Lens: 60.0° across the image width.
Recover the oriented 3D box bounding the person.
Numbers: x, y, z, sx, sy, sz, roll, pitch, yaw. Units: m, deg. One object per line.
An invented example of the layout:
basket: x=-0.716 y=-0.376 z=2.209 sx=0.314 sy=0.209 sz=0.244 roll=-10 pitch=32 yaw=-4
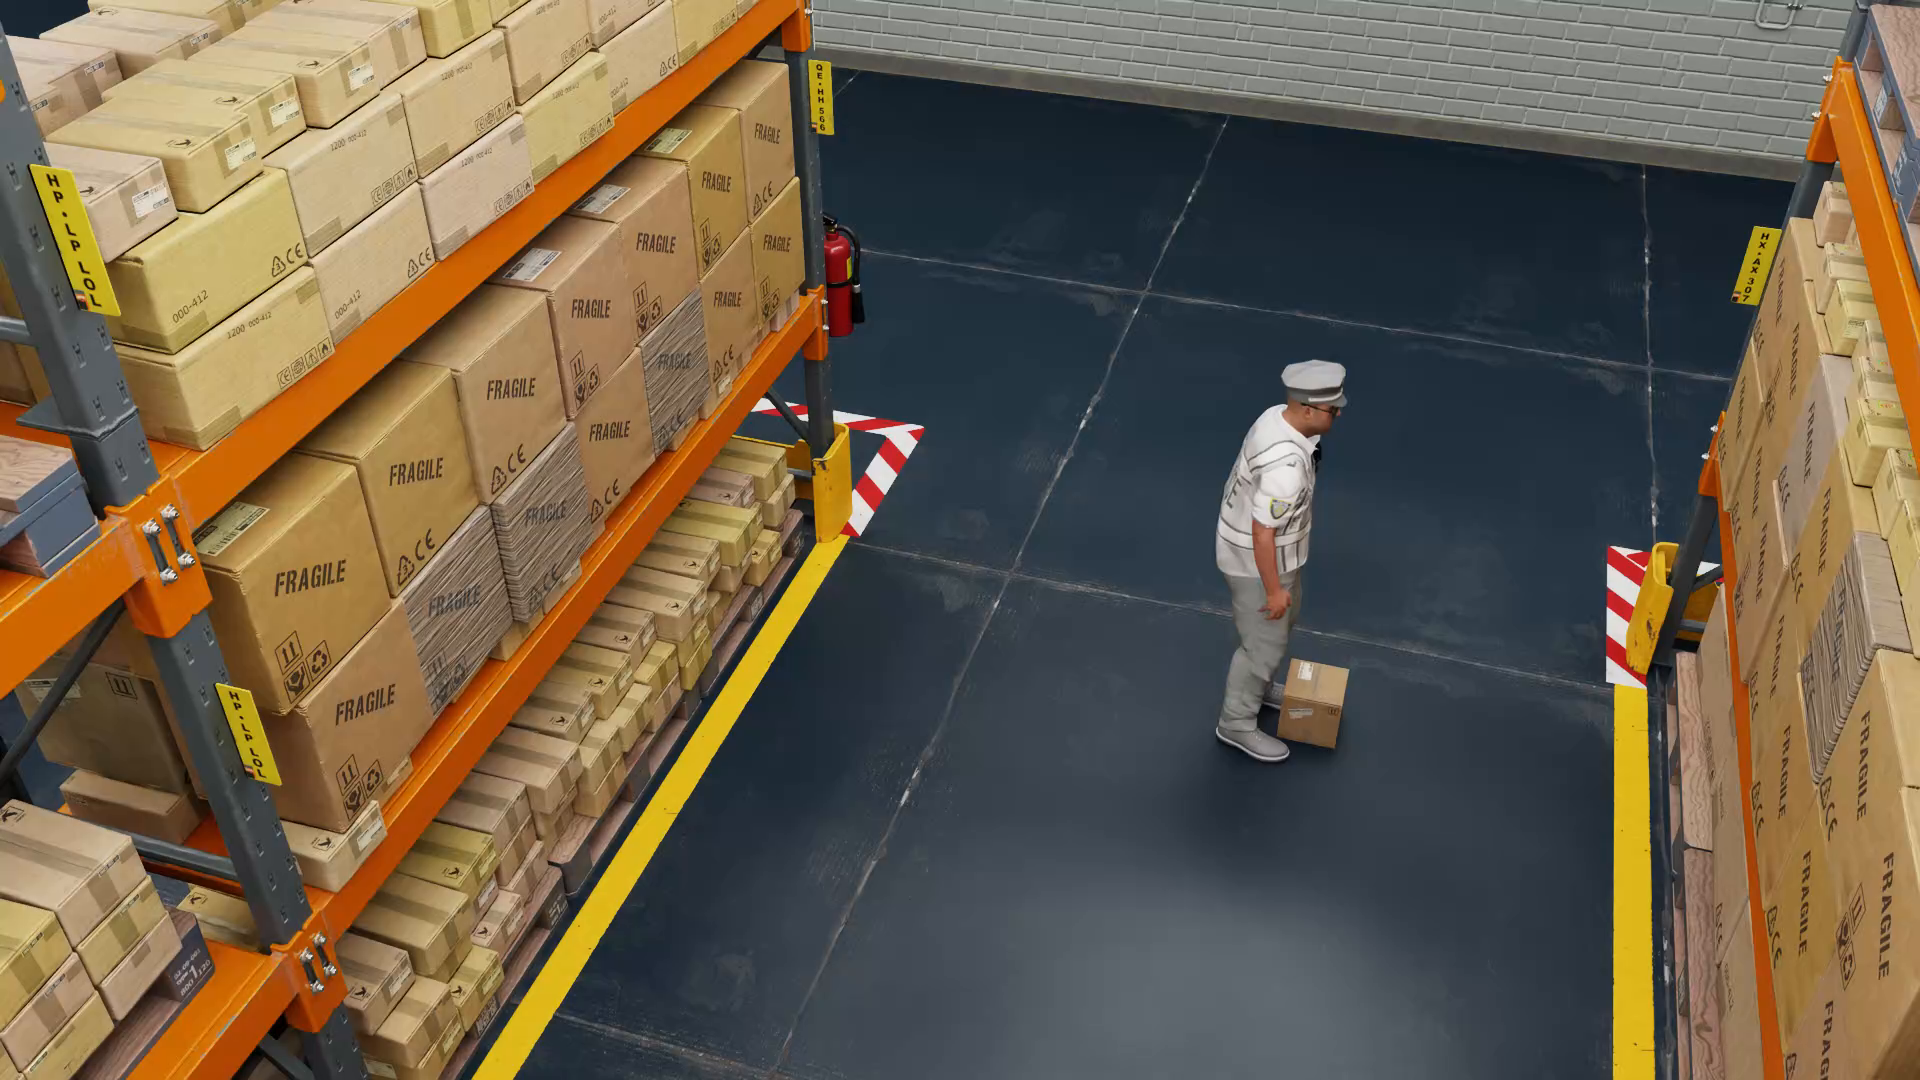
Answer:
person: x=1.283 y=0.060 z=6.805 sx=0.476 sy=1.749 sz=0.606 roll=9 pitch=38 yaw=11
